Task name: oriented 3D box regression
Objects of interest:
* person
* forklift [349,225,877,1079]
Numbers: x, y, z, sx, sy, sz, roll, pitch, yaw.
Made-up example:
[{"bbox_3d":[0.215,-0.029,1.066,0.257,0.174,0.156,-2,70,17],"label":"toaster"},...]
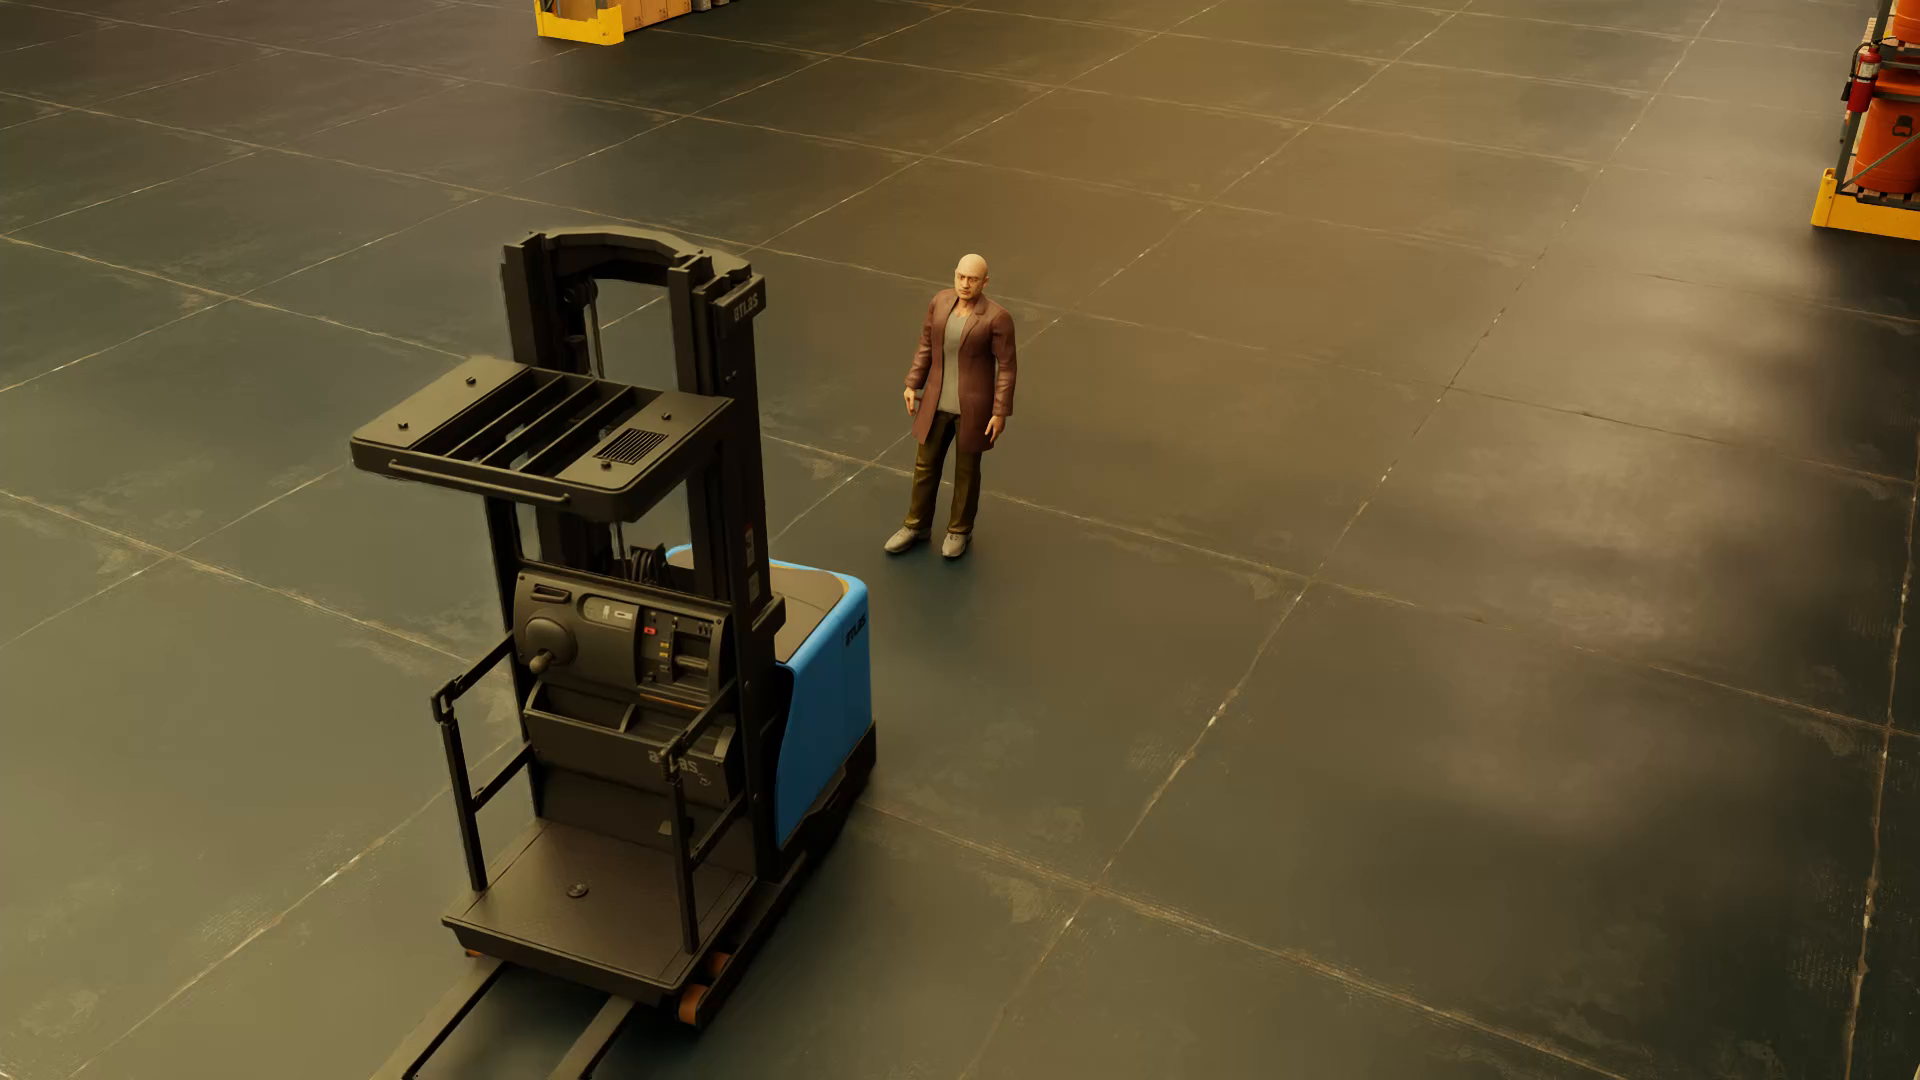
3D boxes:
[{"bbox_3d":[-0.048,-0.737,9.487,0.698,1.777,0.579,15,33,25],"label":"person"},{"bbox_3d":[-1.411,0.432,6.322,1.130,2.935,3.031,11,32,18],"label":"forklift"}]
